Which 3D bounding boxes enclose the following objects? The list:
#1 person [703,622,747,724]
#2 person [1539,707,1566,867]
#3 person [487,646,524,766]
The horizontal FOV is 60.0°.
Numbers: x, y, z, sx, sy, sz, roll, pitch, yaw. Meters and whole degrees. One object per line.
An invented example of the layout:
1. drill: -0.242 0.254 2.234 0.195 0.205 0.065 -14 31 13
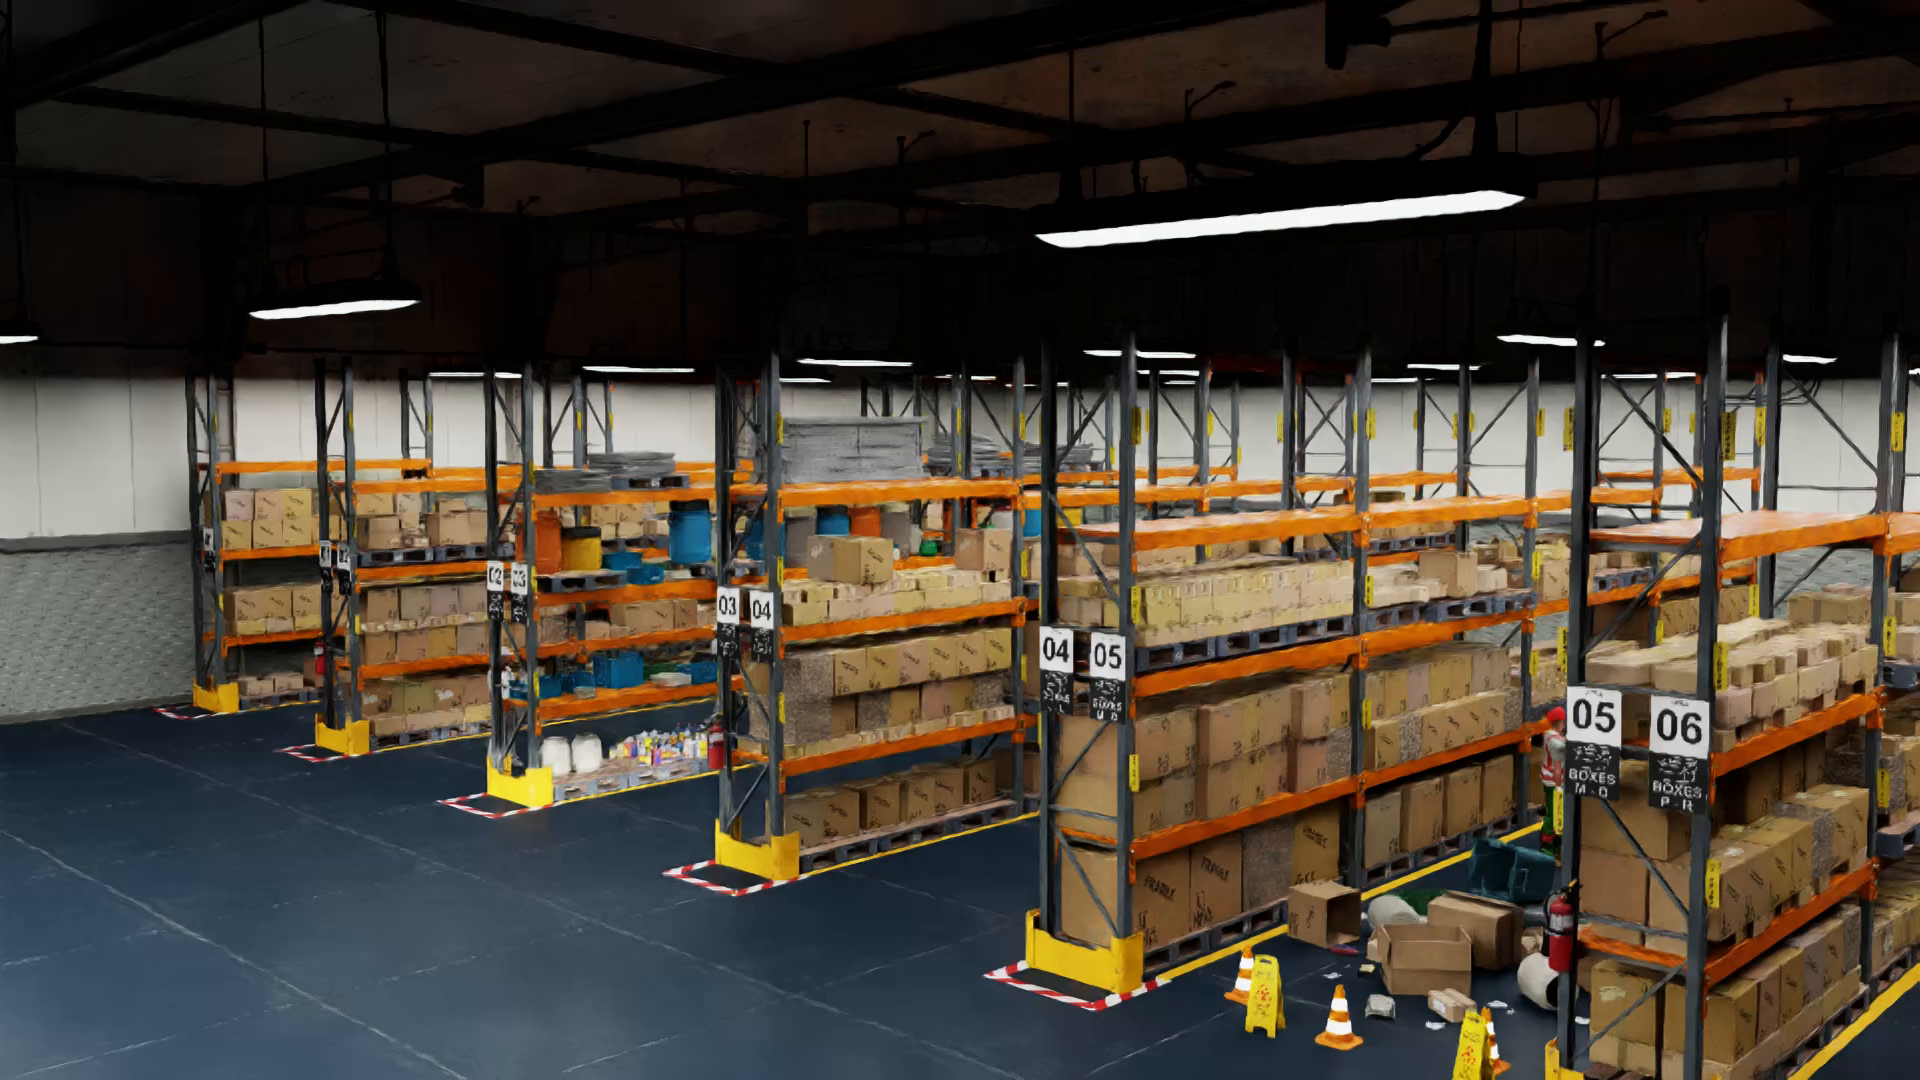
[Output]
1. person: -3.969 2.178 27.757 0.582 1.686 1.113 4 6 42
2. person: 6.867 2.798 19.022 0.451 1.788 0.605 1 5 14
3. person: -6.560 2.418 24.015 0.456 1.786 0.619 1 4 13
